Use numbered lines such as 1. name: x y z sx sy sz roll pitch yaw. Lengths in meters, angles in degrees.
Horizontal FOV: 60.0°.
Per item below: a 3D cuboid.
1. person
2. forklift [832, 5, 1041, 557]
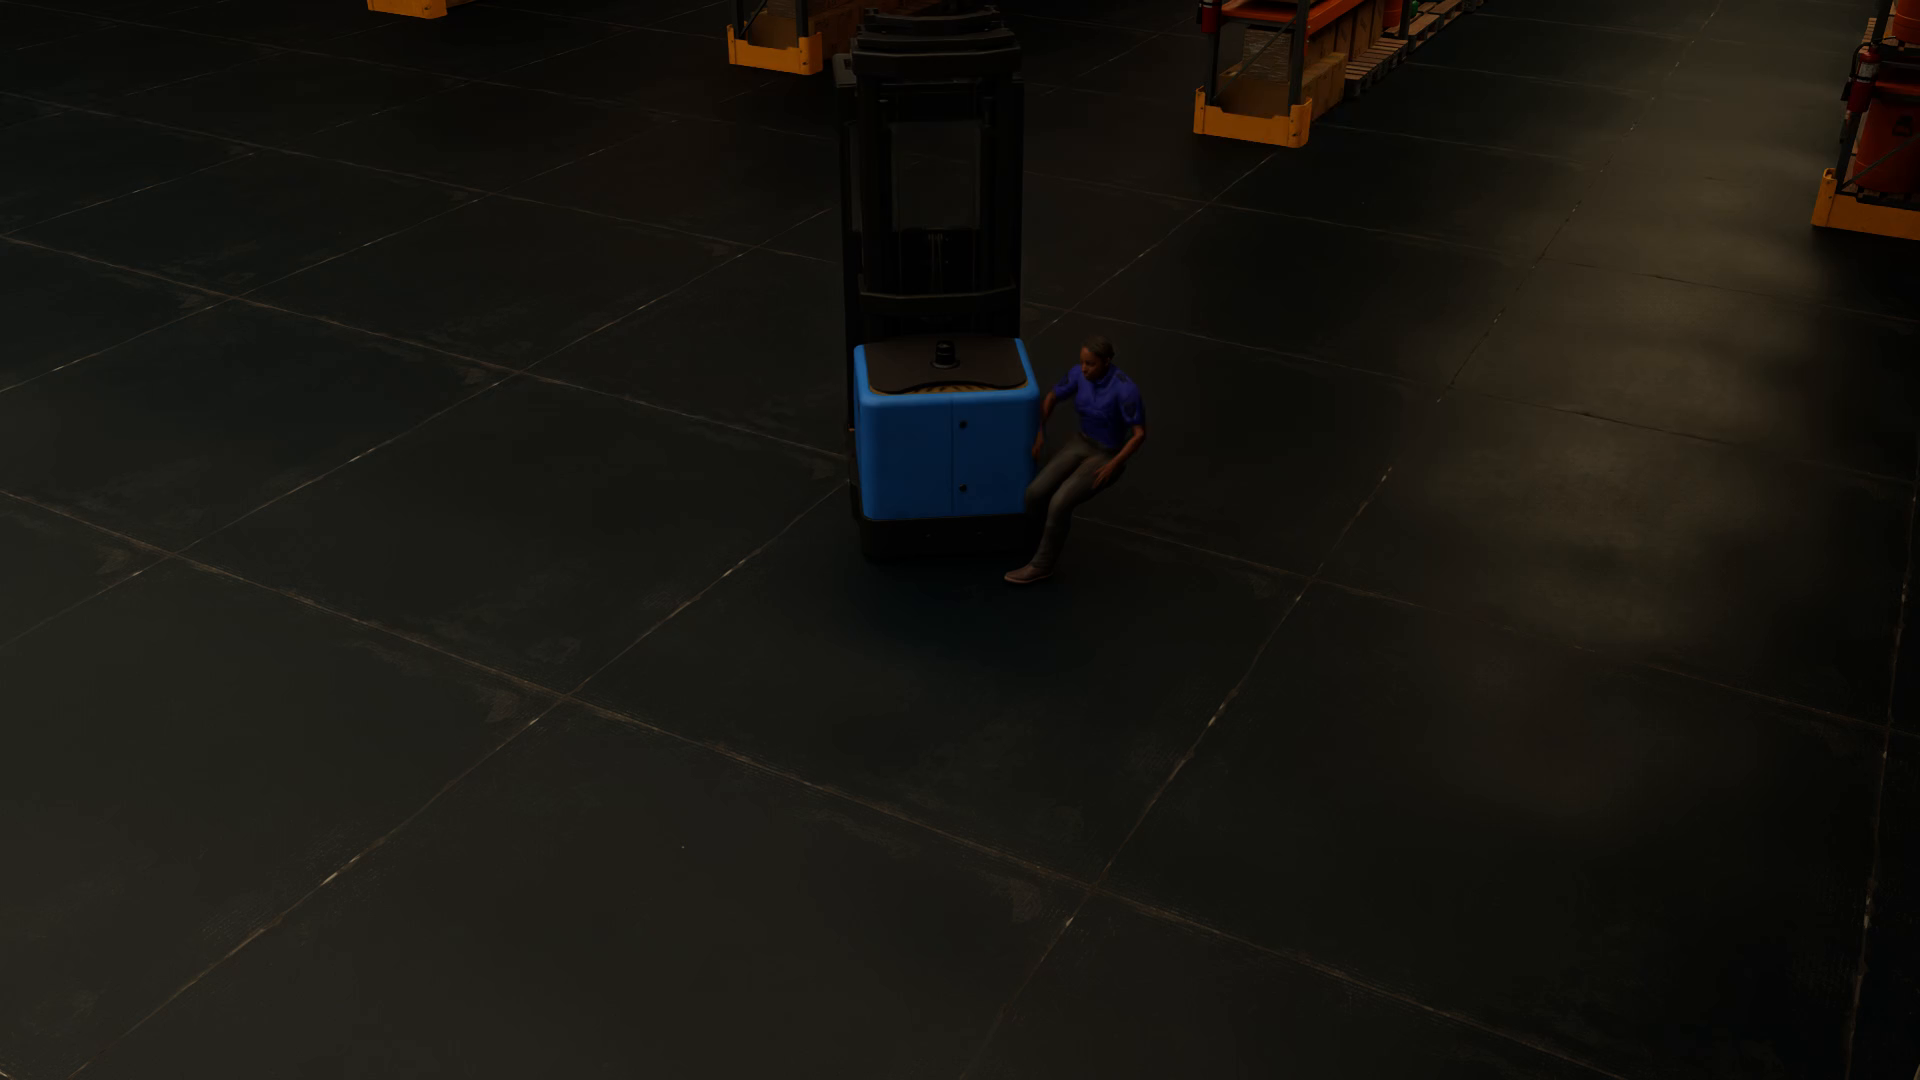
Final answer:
1. person: 0.603 -0.438 9.418 0.720 1.464 0.800 25 38 36
2. forklift: -0.199 -1.882 10.332 1.130 2.935 3.031 -3 30 -5
